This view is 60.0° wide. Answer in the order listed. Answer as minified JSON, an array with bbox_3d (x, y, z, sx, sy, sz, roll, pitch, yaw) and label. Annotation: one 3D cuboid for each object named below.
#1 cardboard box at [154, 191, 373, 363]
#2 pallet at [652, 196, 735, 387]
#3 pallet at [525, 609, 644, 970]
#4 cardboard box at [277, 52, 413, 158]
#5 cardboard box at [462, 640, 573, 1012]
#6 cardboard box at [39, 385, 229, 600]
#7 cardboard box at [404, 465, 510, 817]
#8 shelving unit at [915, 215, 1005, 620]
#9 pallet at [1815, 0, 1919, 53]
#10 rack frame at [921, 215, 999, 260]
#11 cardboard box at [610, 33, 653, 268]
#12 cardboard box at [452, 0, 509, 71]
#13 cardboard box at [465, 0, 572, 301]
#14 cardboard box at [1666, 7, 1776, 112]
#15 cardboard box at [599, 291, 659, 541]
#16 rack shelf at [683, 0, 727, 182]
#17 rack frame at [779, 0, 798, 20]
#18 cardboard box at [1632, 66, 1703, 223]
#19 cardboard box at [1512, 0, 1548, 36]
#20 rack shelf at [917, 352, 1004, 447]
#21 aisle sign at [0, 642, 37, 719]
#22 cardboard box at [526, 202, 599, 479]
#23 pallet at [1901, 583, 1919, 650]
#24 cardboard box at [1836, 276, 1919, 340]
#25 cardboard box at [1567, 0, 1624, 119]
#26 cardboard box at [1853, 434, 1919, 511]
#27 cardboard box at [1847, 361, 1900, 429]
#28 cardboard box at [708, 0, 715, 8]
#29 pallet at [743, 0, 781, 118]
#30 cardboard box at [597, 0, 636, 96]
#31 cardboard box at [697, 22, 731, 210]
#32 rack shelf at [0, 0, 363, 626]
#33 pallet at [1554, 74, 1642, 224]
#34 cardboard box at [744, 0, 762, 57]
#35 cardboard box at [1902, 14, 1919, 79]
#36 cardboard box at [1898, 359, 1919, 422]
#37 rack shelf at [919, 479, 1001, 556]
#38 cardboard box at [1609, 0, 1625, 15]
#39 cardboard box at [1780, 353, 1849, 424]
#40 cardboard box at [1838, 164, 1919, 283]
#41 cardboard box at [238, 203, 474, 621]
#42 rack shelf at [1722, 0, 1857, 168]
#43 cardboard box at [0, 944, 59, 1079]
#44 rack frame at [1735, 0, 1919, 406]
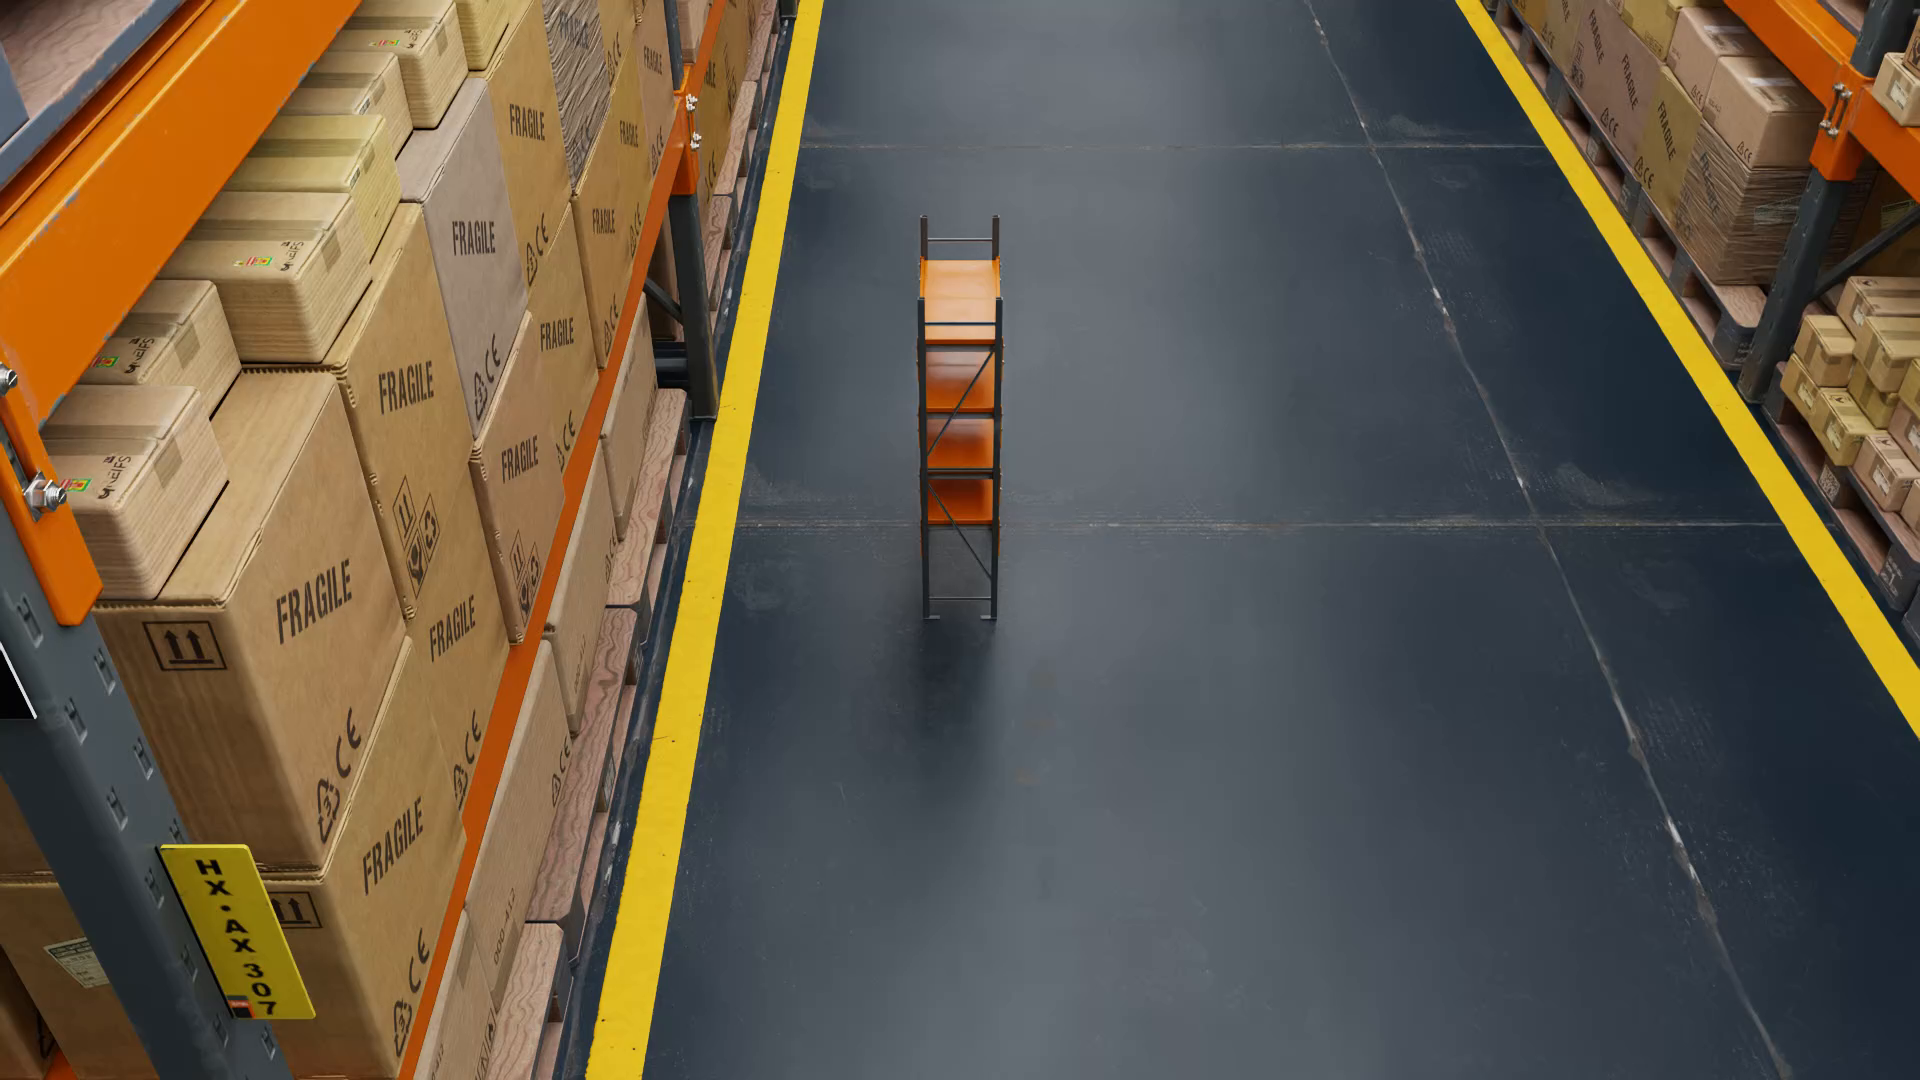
[{"bbox_3d":[-1.100,-0.389,2.438,0.380,0.149,0.250,1,39,1],"label":"cardboard box"},{"bbox_3d":[-1.500,-1.054,6.896,1.003,0.211,1.213,0,39,0],"label":"pallet"},{"bbox_3d":[-1.497,0.669,4.746,1.003,0.211,1.213,0,39,0],"label":"pallet"},{"bbox_3d":[-1.172,-0.718,2.849,0.380,0.149,0.250,0,39,0],"label":"cardboard box"},{"bbox_3d":[-1.530,0.693,4.199,0.875,0.438,0.875,1,39,1],"label":"cardboard box"},{"bbox_3d":[-1.143,-0.062,2.031,0.380,0.149,0.250,1,39,1],"label":"cardboard box"},{"bbox_3d":[-1.161,0.186,3.039,0.500,0.500,0.500,-1,39,-1],"label":"cardboard box"},{"bbox_3d":[0.000,-0.365,5.246,0.258,1.200,0.503,0,39,0],"label":"shelving unit"},{"bbox_3d":[3.670,-2.129,6.162,1.003,0.211,1.213,0,39,0],"label":"pallet"},{"bbox_3d":[0.000,-0.517,5.436,0.240,1.200,0.015,0,39,0],"label":"rack frame"},{"bbox_3d":[-1.162,-1.087,4.627,0.500,0.500,0.500,-1,39,-1],"label":"cardboard box"},{"bbox_3d":[-1.103,-1.032,3.241,0.380,0.149,0.250,-1,39,-1],"label":"cardboard box"},{"bbox_3d":[-1.153,-0.844,3.526,0.500,0.500,0.500,0,39,0],"label":"cardboard box"},{"bbox_3d":[3.285,-1.994,6.903,0.500,0.250,0.500,2,39,2],"label":"cardboard box"},{"bbox_3d":[-1.531,-0.431,5.602,0.875,0.438,0.875,-1,39,-1],"label":"cardboard box"},{"bbox_3d":[-1.426,-2.629,7.208,1.077,0.370,4.000,0,39,0],"label":"rack shelf"},{"bbox_3d":[-1.429,-4.161,8.543,1.000,3.000,0.127,0,39,0],"label":"rack frame"},{"bbox_3d":[3.273,-1.698,7.133,0.500,0.500,0.500,-1,39,-1],"label":"cardboard box"},{"bbox_3d":[3.267,-2.973,8.725,0.500,0.500,0.500,-2,39,-2],"label":"cardboard box"},{"bbox_3d":[0.000,-0.487,5.148,0.258,0.148,0.480,0,39,0],"label":"rack shelf"},{"bbox_3d":[-1.129,-0.128,1.432,0.394,0.787,0.004,0,39,0],"label":"aisle sign"},{"bbox_3d":[-1.161,-0.445,3.827,0.500,0.500,0.500,1,39,1],"label":"cardboard box"},{"bbox_3d":[3.566,0.547,4.899,1.003,0.211,1.213,0,39,0],"label":"pallet"},{"bbox_3d":[3.319,-0.794,5.810,0.380,0.149,0.250,1,39,2],"label":"cardboard box"},{"bbox_3d":[3.276,-2.338,7.932,0.500,0.500,0.500,-1,39,-1],"label":"cardboard box"},{"bbox_3d":[3.258,-0.228,5.579,0.380,0.149,0.250,0,39,0],"label":"cardboard box"},{"bbox_3d":[3.296,-0.508,5.692,0.380,0.149,0.250,0,39,0],"label":"cardboard box"},{"bbox_3d":[-1.163,-2.200,6.216,0.500,0.250,0.500,-1,39,-1],"label":"cardboard box"},{"bbox_3d":[-1.503,-2.579,8.800,1.003,0.211,1.213,0,39,0],"label":"pallet"},{"bbox_3d":[-1.155,-1.476,4.314,0.500,0.500,0.500,-1,39,-1],"label":"cardboard box"},{"bbox_3d":[-1.514,-1.947,7.144,0.875,0.875,0.875,1,39,1],"label":"cardboard box"},{"bbox_3d":[-1.422,-1.298,3.148,1.077,0.370,4.000,0,39,0],"label":"rack shelf"},{"bbox_3d":[3.519,-1.890,7.939,1.003,0.211,1.213,0,39,0],"label":"pallet"},{"bbox_3d":[-1.511,-3.063,8.537,0.875,0.875,0.875,0,39,0],"label":"cardboard box"},{"bbox_3d":[3.274,-1.571,4.994,0.500,0.500,0.500,-1,39,-1],"label":"cardboard box"},{"bbox_3d":[3.310,-0.464,5.398,0.380,0.149,0.250,-1,39,-1],"label":"cardboard box"},{"bbox_3d":[0.000,-0.157,5.412,0.258,0.148,0.480,0,39,0],"label":"rack shelf"},{"bbox_3d":[3.268,-2.651,7.722,0.500,0.250,0.500,0,39,0],"label":"cardboard box"},{"bbox_3d":[3.205,-0.550,5.981,0.380,0.149,0.250,-2,39,-2],"label":"cardboard box"},{"bbox_3d":[3.790,-1.377,6.732,0.500,0.500,0.500,1,39,2],"label":"cardboard box"},{"bbox_3d":[-1.143,-0.211,2.735,0.500,0.500,0.500,-1,39,-1],"label":"cardboard box"},{"bbox_3d":[3.524,-2.696,7.291,1.077,0.370,4.000,0,39,0],"label":"rack shelf"},{"bbox_3d":[-1.685,0.502,2.645,0.500,0.500,0.500,0,39,0],"label":"cardboard box"},{"bbox_3d":[3.526,-1.726,5.505,1.000,3.000,0.127,0,39,0],"label":"rack frame"}]
